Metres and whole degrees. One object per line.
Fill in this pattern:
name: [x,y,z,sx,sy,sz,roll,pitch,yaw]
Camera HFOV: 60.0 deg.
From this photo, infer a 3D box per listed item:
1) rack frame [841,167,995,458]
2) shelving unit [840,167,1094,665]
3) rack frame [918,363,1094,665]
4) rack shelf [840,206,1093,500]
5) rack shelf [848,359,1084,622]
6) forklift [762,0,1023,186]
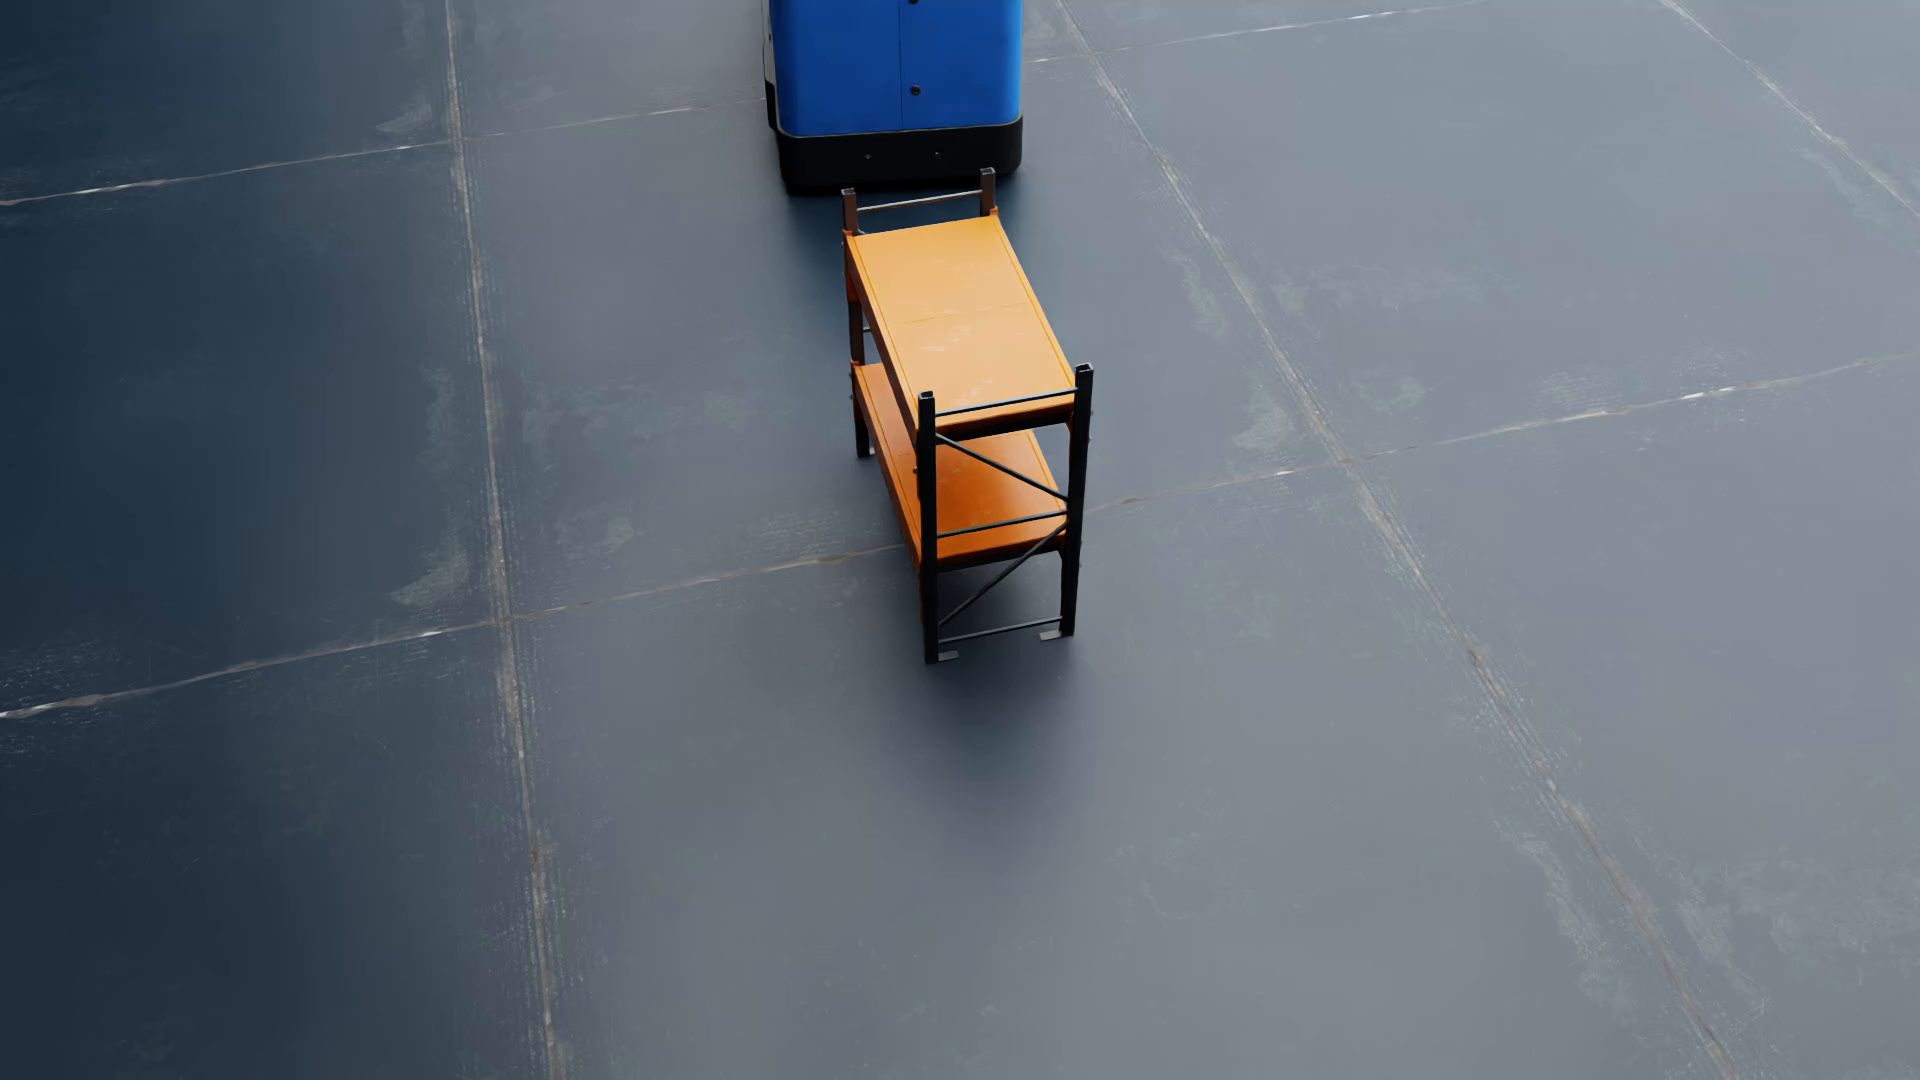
rack frame: [-0.132,-0.749,5.697,0.500,1.125,0.032,-11,47,-10]
shelving unit: [-0.002,-0.398,5.353,0.538,1.125,1.048,-11,47,-10]
rack frame: [0.128,-0.047,5.009,0.500,1.125,0.032,-11,47,-10]
rack shelf: [-0.002,-0.603,5.144,0.538,0.278,1.000,-11,47,-10]
rack shelf: [-0.002,-0.227,5.527,0.538,0.278,1.000,-11,47,-10]
forklift: [-0.413,-3.602,7.228,1.130,2.935,3.031,-5,46,-5]
